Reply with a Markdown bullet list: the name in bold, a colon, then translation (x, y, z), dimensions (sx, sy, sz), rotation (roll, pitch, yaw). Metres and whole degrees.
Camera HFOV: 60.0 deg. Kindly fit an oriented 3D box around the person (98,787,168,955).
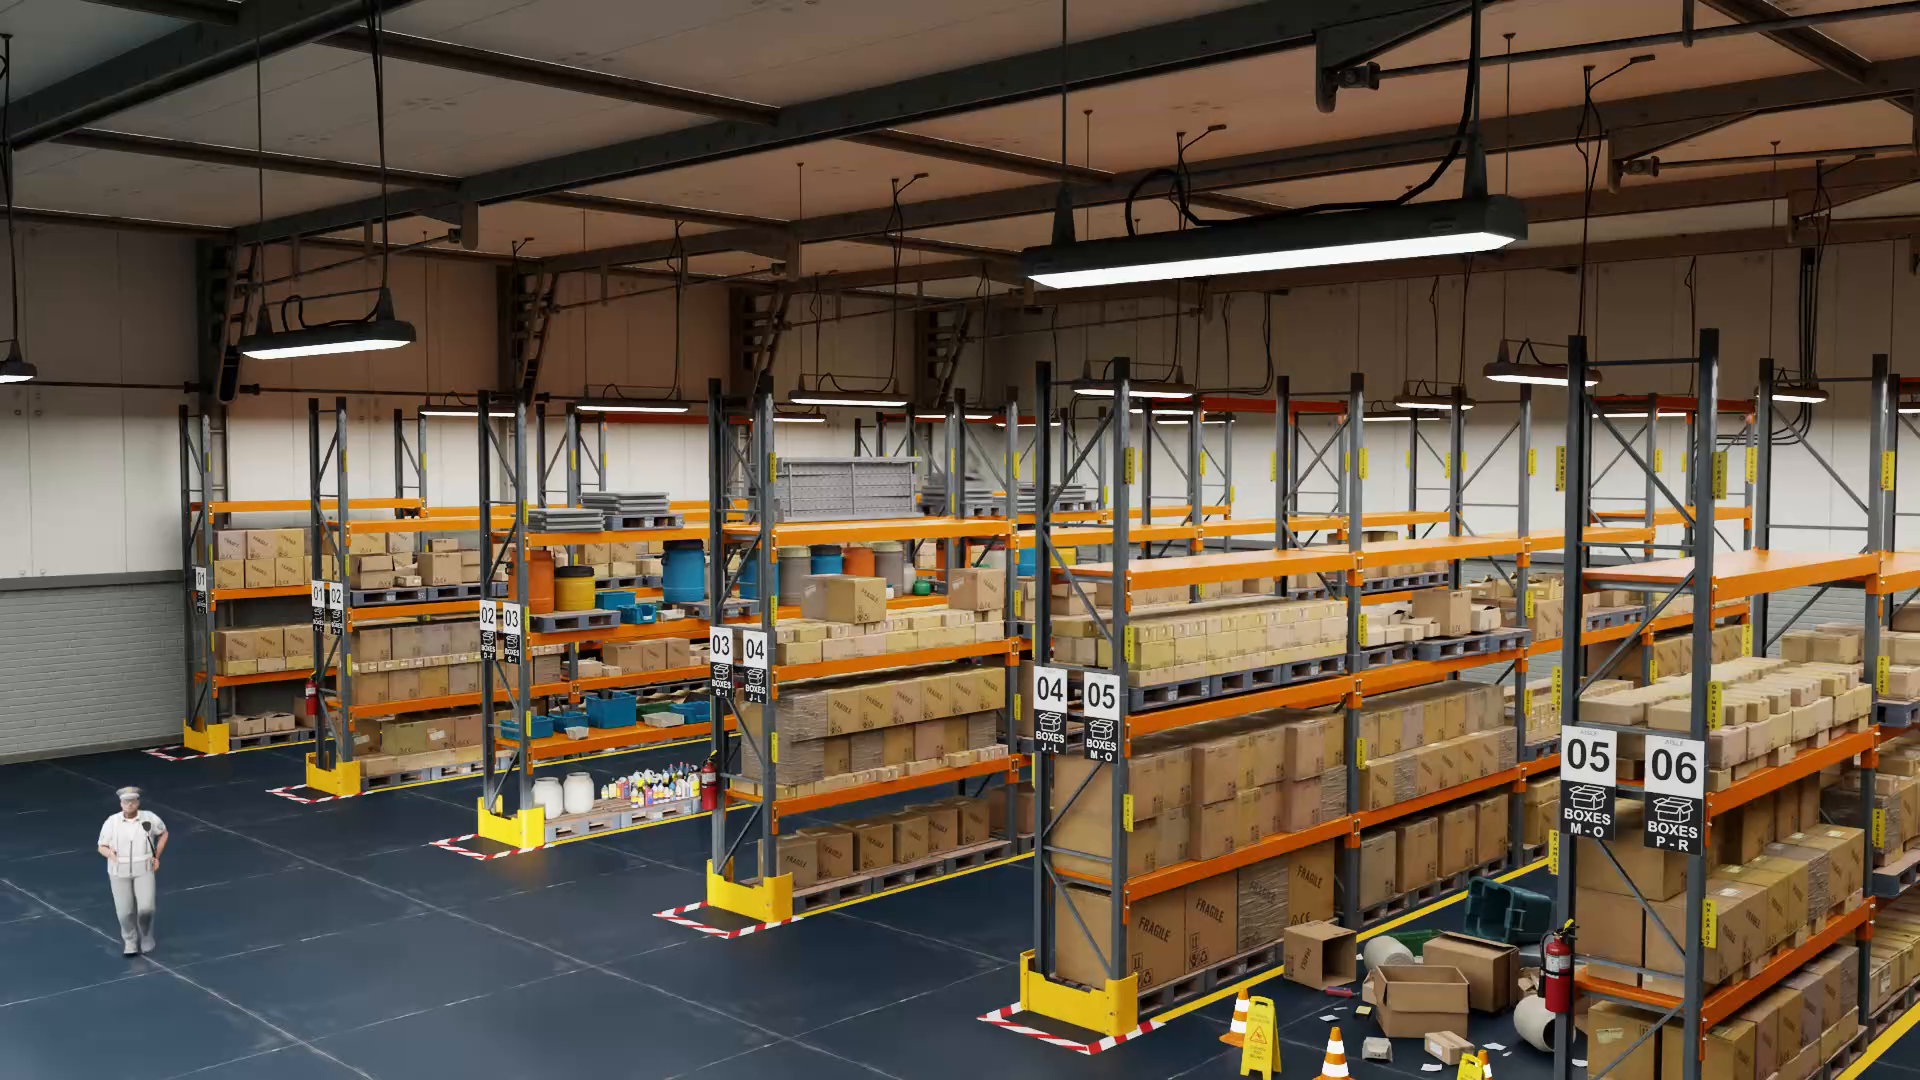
- **person**: translation (-8.440, 3.393, 16.975), dimensions (0.640, 1.760, 0.645), rotation (-1, 3, -24)
